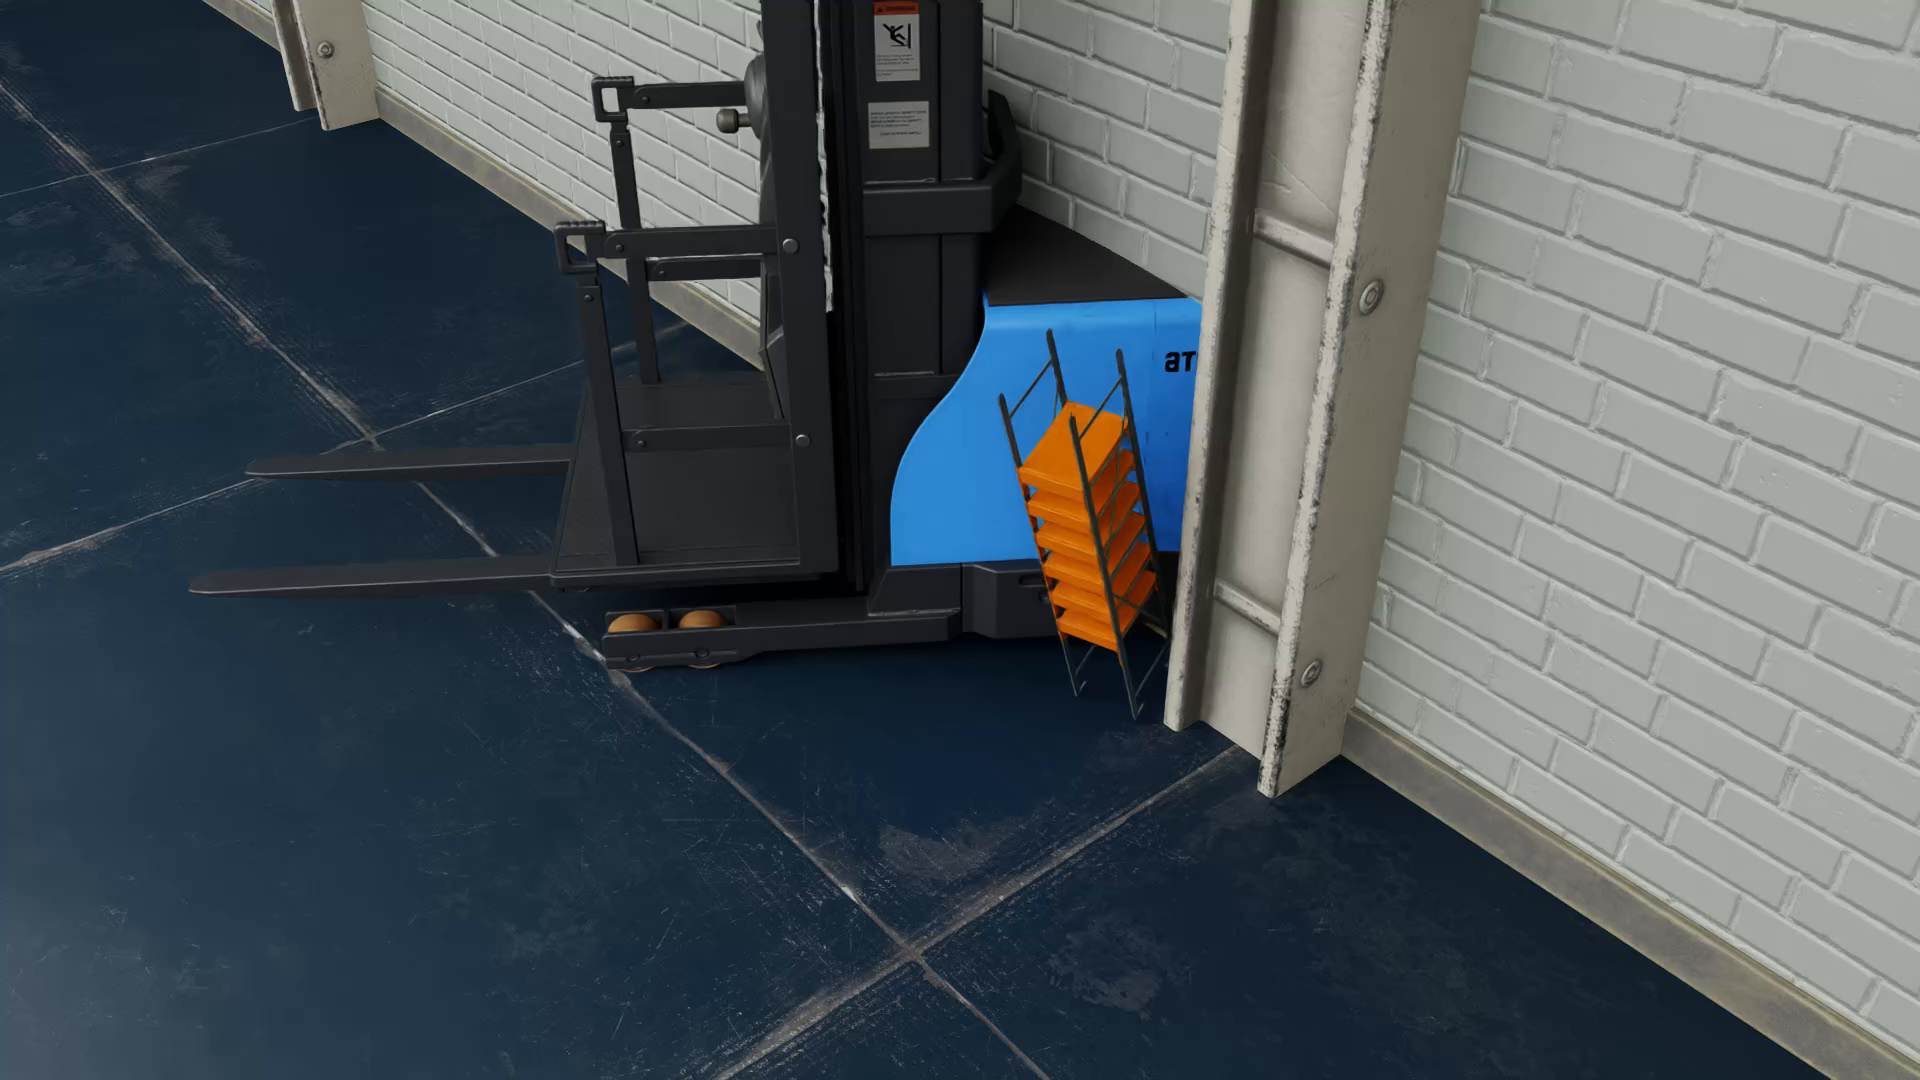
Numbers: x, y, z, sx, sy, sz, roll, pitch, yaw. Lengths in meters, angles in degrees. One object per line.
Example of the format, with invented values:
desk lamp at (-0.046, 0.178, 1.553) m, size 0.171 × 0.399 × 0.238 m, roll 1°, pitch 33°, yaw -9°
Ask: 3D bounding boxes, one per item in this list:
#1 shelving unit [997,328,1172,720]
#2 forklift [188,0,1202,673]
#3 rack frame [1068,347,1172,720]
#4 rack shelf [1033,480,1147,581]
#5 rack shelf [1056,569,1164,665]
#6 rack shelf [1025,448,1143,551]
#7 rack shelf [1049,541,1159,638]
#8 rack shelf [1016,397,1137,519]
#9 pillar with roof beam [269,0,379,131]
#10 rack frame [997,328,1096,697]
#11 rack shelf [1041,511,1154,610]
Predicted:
shelving unit at (0.343, 0.001, 4.183) m, size 0.189 × 1.200 × 0.258 m, roll 20°, pitch 59°, yaw 28°
forklift at (-0.687, -1.140, 4.324) m, size 3.031 × 2.935 × 1.130 m, roll -3°, pitch 35°, yaw -4°
rack frame at (0.419, 0.028, 4.140) m, size 0.006 × 1.200 × 0.240 m, roll 20°, pitch 59°, yaw 28°
rack shelf at (0.328, -0.047, 4.126) m, size 0.180 × 0.103 × 0.258 m, roll 20°, pitch 59°, yaw 28°
rack shelf at (0.399, 0.179, 4.397) m, size 0.180 × 0.103 × 0.258 m, roll 20°, pitch 59°, yaw 28°
rack shelf at (0.304, -0.122, 4.035) m, size 0.180 × 0.103 × 0.258 m, roll 20°, pitch 59°, yaw 28°
rack shelf at (0.375, 0.104, 4.307) m, size 0.180 × 0.103 × 0.258 m, roll 20°, pitch 59°, yaw 28°
rack shelf at (0.280, -0.197, 3.945) m, size 0.180 × 0.103 × 0.258 m, roll 20°, pitch 59°, yaw 28°
pillar with roof beam at (-6.363, -4.189, 3.379) m, size 9.100 × 9.000 × 0.400 m, roll -26°, pitch 43°, yaw -32°
rack frame at (0.266, -0.027, 4.225) m, size 0.006 × 1.200 × 0.240 m, roll 20°, pitch 59°, yaw 28°
rack shelf at (0.352, 0.028, 4.216) m, size 0.180 × 0.103 × 0.258 m, roll 20°, pitch 59°, yaw 28°
